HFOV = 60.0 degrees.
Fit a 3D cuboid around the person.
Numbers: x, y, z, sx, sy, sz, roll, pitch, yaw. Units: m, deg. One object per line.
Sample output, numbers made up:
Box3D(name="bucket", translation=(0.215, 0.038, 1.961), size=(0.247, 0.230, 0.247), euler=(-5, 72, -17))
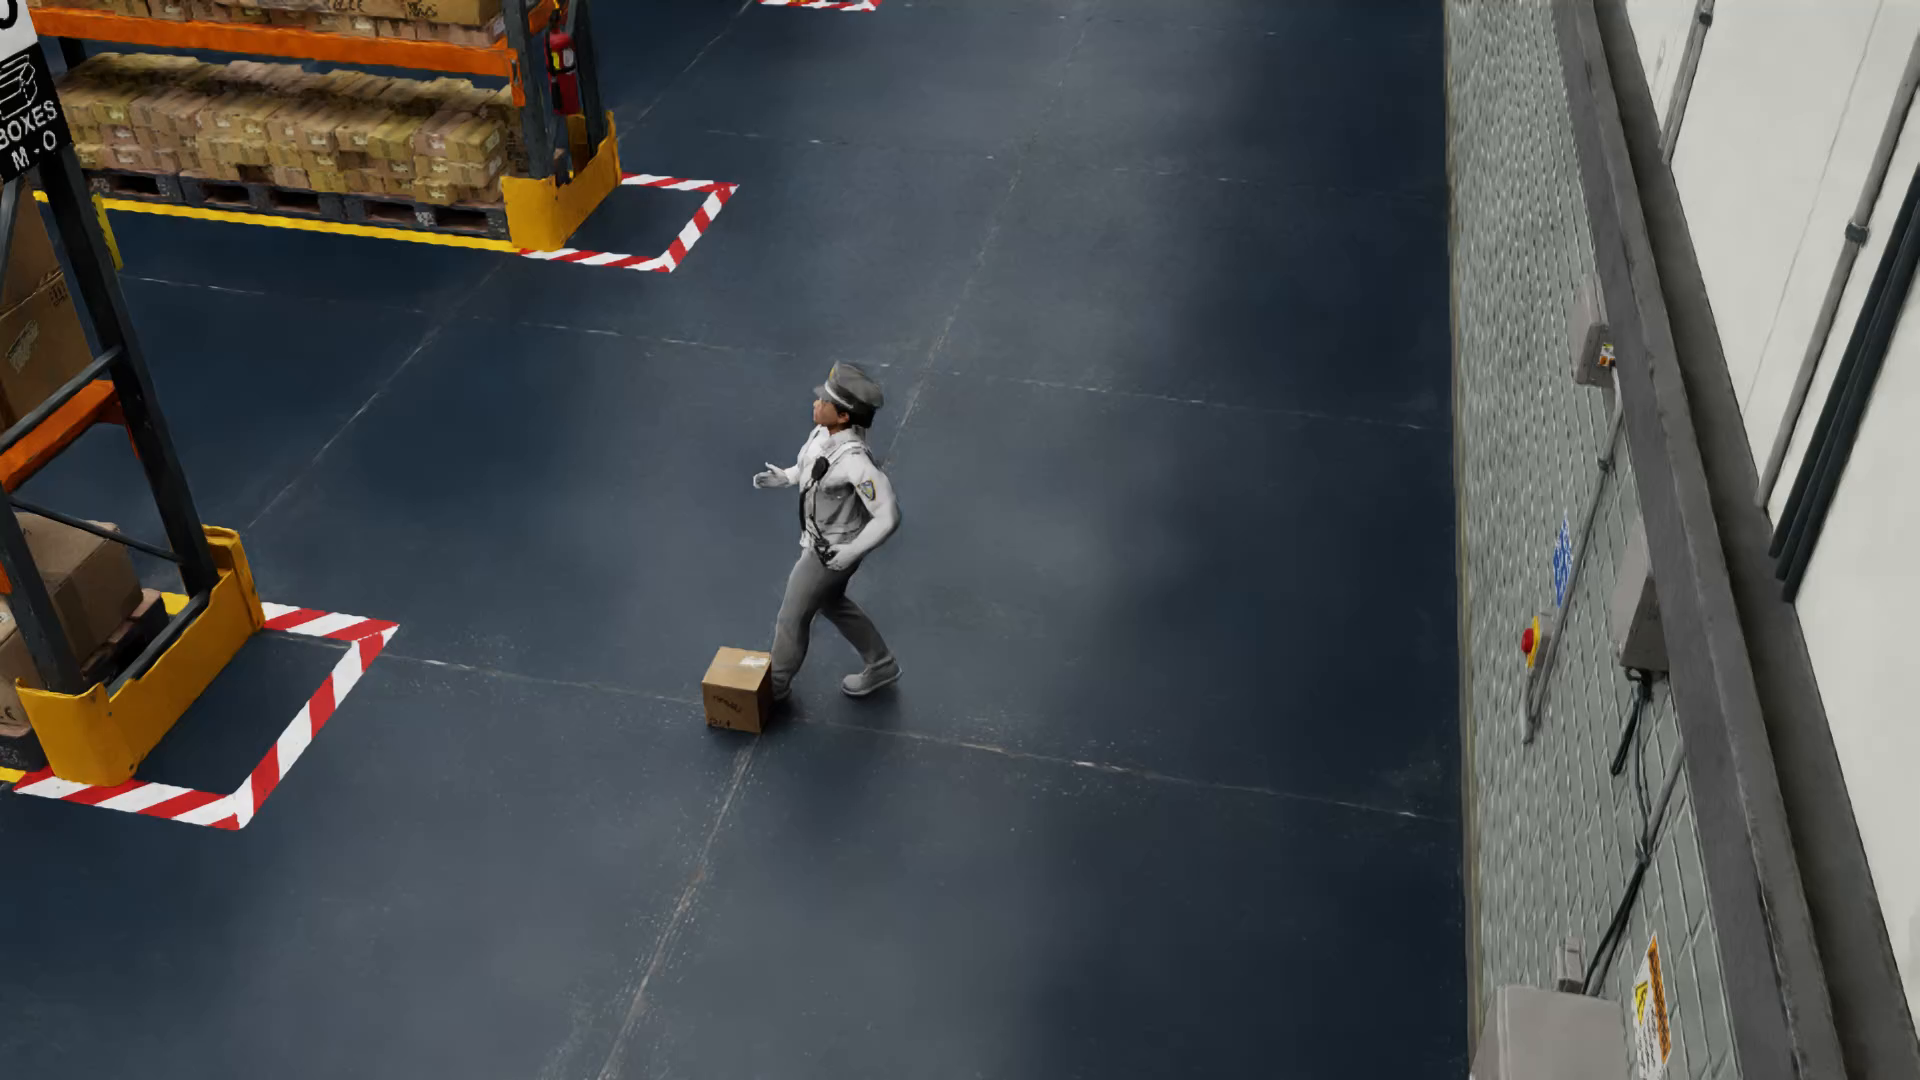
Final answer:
Box3D(name="person", translation=(-0.624, 0.006, 6.936), size=(0.802, 1.686, 0.574), euler=(1, 37, 1))
